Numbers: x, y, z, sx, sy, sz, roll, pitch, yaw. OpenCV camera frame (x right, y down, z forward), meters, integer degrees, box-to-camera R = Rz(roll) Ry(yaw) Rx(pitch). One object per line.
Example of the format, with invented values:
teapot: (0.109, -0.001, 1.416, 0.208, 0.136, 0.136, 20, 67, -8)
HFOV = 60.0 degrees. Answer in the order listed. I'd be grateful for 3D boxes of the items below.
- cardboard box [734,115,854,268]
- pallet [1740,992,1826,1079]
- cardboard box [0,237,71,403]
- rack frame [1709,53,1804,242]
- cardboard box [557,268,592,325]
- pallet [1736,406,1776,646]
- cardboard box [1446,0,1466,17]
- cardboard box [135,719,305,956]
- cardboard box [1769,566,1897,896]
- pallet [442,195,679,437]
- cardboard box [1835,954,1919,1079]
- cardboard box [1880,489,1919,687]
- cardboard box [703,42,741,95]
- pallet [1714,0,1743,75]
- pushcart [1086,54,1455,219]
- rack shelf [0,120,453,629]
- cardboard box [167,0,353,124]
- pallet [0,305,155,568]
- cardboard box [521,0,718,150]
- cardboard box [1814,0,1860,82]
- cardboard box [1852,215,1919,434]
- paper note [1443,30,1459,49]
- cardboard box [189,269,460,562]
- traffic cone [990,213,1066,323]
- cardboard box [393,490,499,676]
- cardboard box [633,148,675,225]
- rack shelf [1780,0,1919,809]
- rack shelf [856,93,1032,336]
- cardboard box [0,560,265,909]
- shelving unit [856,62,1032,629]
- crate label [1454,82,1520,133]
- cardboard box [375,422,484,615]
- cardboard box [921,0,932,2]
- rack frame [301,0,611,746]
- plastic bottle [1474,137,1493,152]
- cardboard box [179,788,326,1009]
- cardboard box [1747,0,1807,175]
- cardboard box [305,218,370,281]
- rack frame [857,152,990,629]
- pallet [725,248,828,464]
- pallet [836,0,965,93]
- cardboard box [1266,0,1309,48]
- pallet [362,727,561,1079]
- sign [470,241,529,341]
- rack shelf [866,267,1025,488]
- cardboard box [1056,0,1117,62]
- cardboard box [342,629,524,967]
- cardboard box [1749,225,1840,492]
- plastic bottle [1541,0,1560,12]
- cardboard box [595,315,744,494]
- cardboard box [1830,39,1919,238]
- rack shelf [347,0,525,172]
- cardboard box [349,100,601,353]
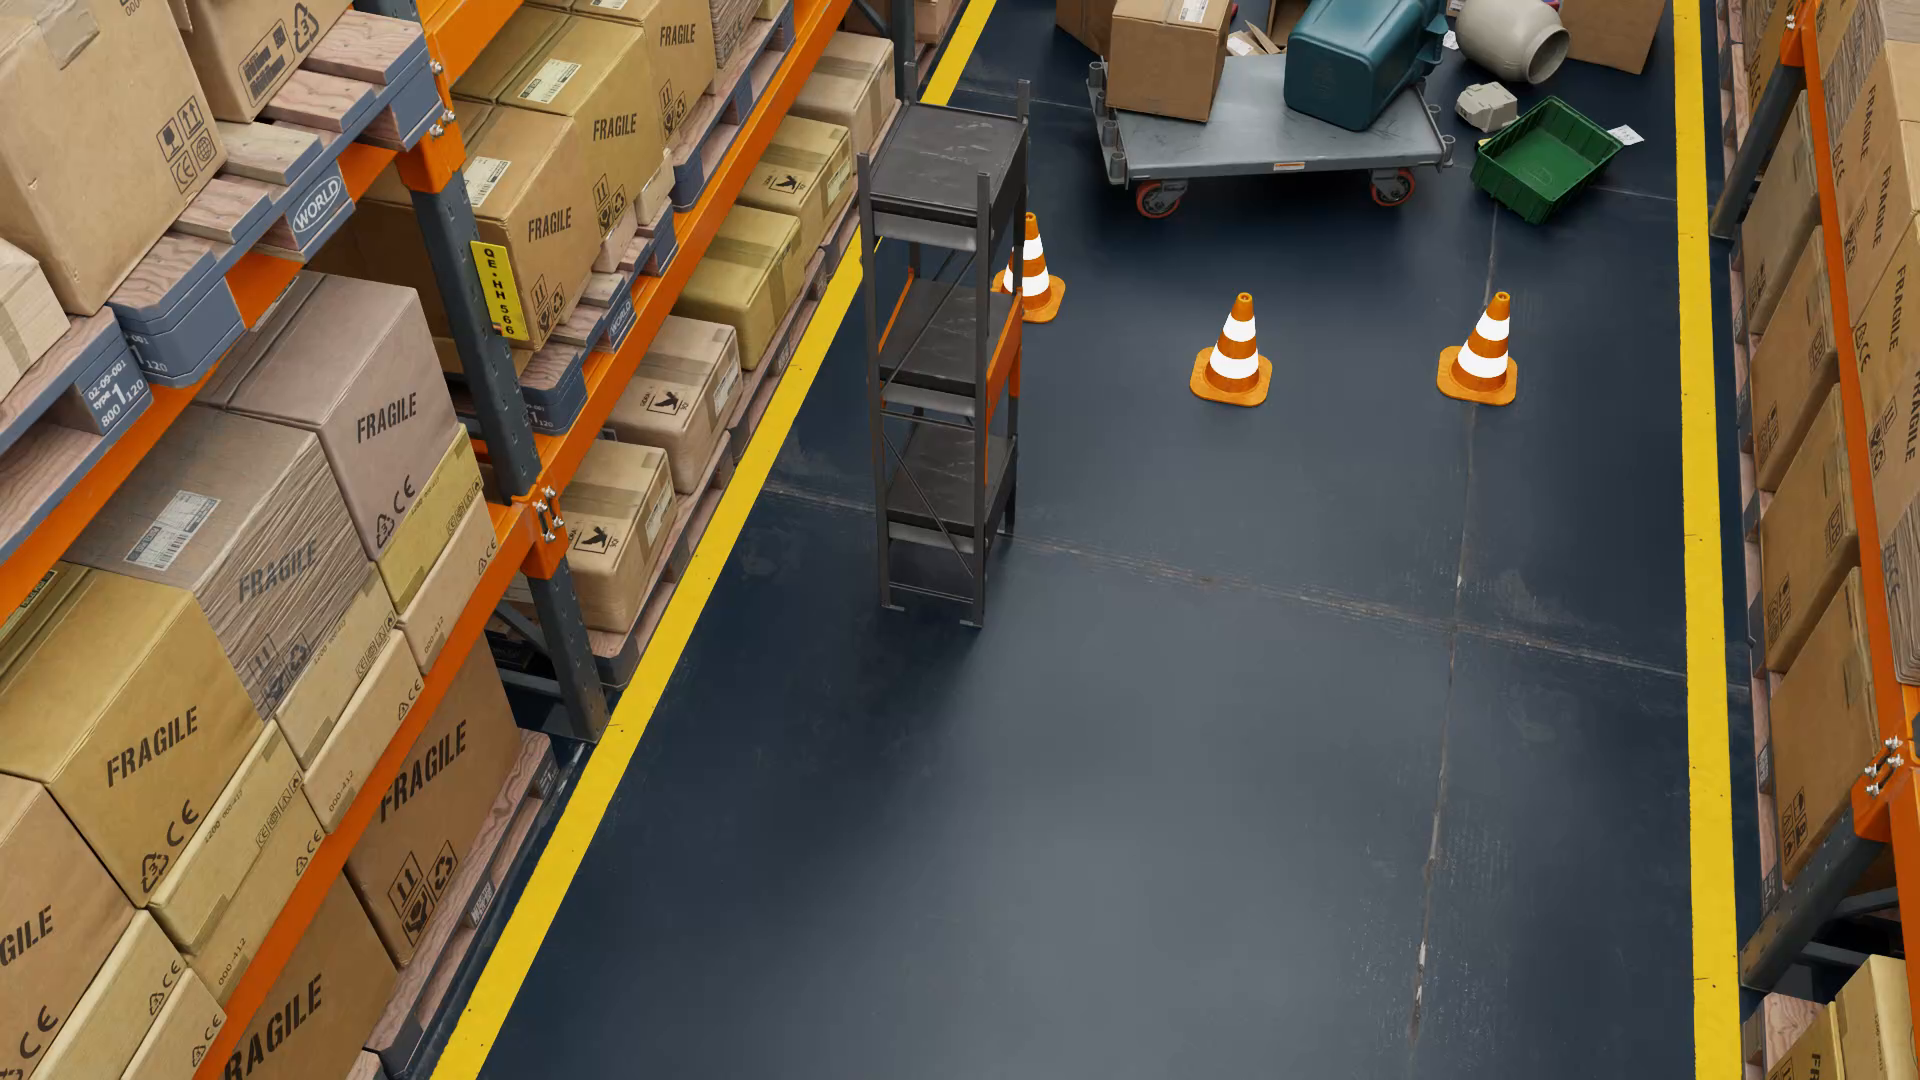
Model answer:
cardboard box: (-1.045, -1.655, 7.601, 0.950, 0.372, 0.625, 14, 50, 12)
pallet: (2.819, 1.999, 4.764, 1.003, 0.211, 1.213, 12, 50, 10)
cardboard box: (-1.801, -0.414, 2.843, 0.396, 0.266, 0.258, 10, 49, 9)
rack frame: (4.079, -2.382, 6.770, 1.000, 3.000, 0.127, 12, 50, 10)
cardboard box: (-1.405, -0.844, 5.301, 0.380, 0.149, 0.250, 9, 49, 8)
pallet: (3.629, -0.001, 6.529, 1.003, 0.211, 1.213, 12, 50, 10)
cardboard box: (2.754, -3.084, 9.214, 0.396, 0.266, 0.258, 19, 51, 16)
cardboard box: (-1.905, 0.638, 3.871, 0.500, 0.250, 0.500, 10, 49, 9)
cardboard box: (3.273, 0.694, 5.276, 1.050, 0.750, 0.750, 11, 49, 10)
pallet: (-1.691, -0.865, 5.560, 1.213, 0.211, 1.003, 12, 50, 10)
cardboard box: (2.611, 1.402, 4.317, 0.500, 0.250, 0.500, 10, 49, 8)
cardboard box: (2.885, 0.099, 4.514, 0.500, 0.500, 0.500, 12, 50, 10)
cardboard box: (-1.039, -1.806, 6.150, 0.380, 0.149, 0.250, 13, 50, 11)
pallet: (4.673, -2.879, 9.069, 1.003, 0.211, 1.213, 12, 50, 10)
pushcart: (1.489, -2.004, 8.186, 1.648, 0.377, 0.936, -4, 49, -3)
rack shelf: (-2.303, 0.300, 2.883, 1.077, 0.370, 4.000, 12, 50, 10)
cardboard box: (-1.730, -1.256, 3.427, 0.797, 0.503, 0.637, 9, 49, 8)
pallet: (-2.186, -0.037, 2.826, 1.003, 0.211, 1.213, 14, 50, 12)
cardboard box: (-1.171, -1.706, 5.629, 0.500, 0.500, 0.500, 12, 50, 11)
cardboard box: (3.681, -2.088, 6.444, 0.500, 0.500, 0.500, 12, 50, 10)
cardboard box: (3.150, -0.623, 5.151, 0.500, 0.500, 0.500, 11, 49, 9)
paper note: (2.671, -2.740, 9.072, 0.172, 0.023, 0.155, 28, 54, 22)
cardboard box: (-1.660, -0.331, 4.226, 0.500, 0.500, 0.500, 10, 49, 9)
traffic cone: (0.301, -1.273, 7.484, 0.336, 0.463, 0.334, 12, 50, 10)
cardboard box: (-1.659, 0.074, 4.703, 0.500, 0.250, 0.500, 10, 49, 9)
cardboard box: (-1.196, -1.228, 5.640, 0.380, 0.149, 0.250, 12, 50, 10)
rack shelf: (3.552, -0.697, 5.763, 1.077, 0.370, 4.000, 12, 50, 10)
rack shelf: (-0.044, -1.029, 5.261, 0.431, 0.518, 0.480, 12, 50, 10)
cardboard box: (-1.924, 0.400, 3.582, 0.500, 0.500, 0.500, 12, 50, 10)
shelving unit: (-0.044, -0.575, 5.776, 0.431, 2.100, 0.503, 12, 50, 10)
crate label: (2.709, -2.235, 8.550, 0.298, 0.136, 0.250, -19, 51, -16)
cardboard box: (-1.659, -0.108, 4.530, 0.500, 0.250, 0.500, 11, 50, 10)
cardboard box: (-0.308, -3.136, 8.490, 0.500, 0.500, 0.500, 14, 50, 12)
rack frame: (-1.776, -0.392, 5.014, 1.000, 3.000, 0.127, 12, 50, 10)
plastic bottle: (2.695, -1.907, 8.311, 0.133, 0.061, 0.283, -11, 50, -10)
cardboard box: (-1.926, 0.808, 4.055, 0.500, 0.250, 0.500, 11, 50, 10)
cardboard box: (4.312, -2.259, 7.799, 0.875, 0.875, 0.875, 12, 50, 11)
cardboard box: (-1.925, -1.047, 5.047, 0.500, 0.500, 0.500, 10, 49, 9)
rack frame: (-0.108, -0.399, 5.620, 0.400, 2.100, 0.015, 12, 50, 10)
pallet: (-1.246, -0.914, 7.335, 1.003, 0.211, 1.213, 12, 50, 10)
pallet: (-0.581, -2.856, 9.048, 1.003, 0.211, 1.213, 12, 50, 10)
cardboard box: (2.071, -2.950, 8.846, 0.797, 0.637, 0.503, 12, 50, 10)
pallet: (-2.056, 1.086, 5.570, 1.003, 0.211, 1.213, 12, 50, 10)
sign: (-1.240, -0.668, 4.486, 0.100, 0.325, 0.005, 12, 50, 10)
rack shelf: (-0.044, -0.566, 5.786, 0.431, 0.518, 0.480, 12, 50, 10)
cardboard box: (0.871, -2.966, 8.951, 0.500, 0.500, 0.500, -27, 54, -22)
cardboard box: (-2.038, 0.655, 5.227, 0.875, 0.875, 0.875, 11, 50, 10)
cardboard box: (3.744, -0.613, 6.429, 1.050, 0.750, 0.750, 12, 50, 10)
plastic bottle: (3.180, -2.993, 9.269, 0.283, 0.061, 0.133, -4, 49, -3)
cardboard box: (-1.431, -0.604, 6.674, 0.950, 0.372, 0.625, 11, 49, 9)
cardboard box: (3.414, -1.361, 5.803, 0.500, 0.500, 0.500, 11, 50, 10)
rack shelf: (-1.250, -2.594, 5.436, 1.077, 0.370, 4.000, 12, 50, 10)
cardboard box: (-1.435, -0.943, 4.955, 0.500, 0.500, 0.500, 10, 49, 9)
